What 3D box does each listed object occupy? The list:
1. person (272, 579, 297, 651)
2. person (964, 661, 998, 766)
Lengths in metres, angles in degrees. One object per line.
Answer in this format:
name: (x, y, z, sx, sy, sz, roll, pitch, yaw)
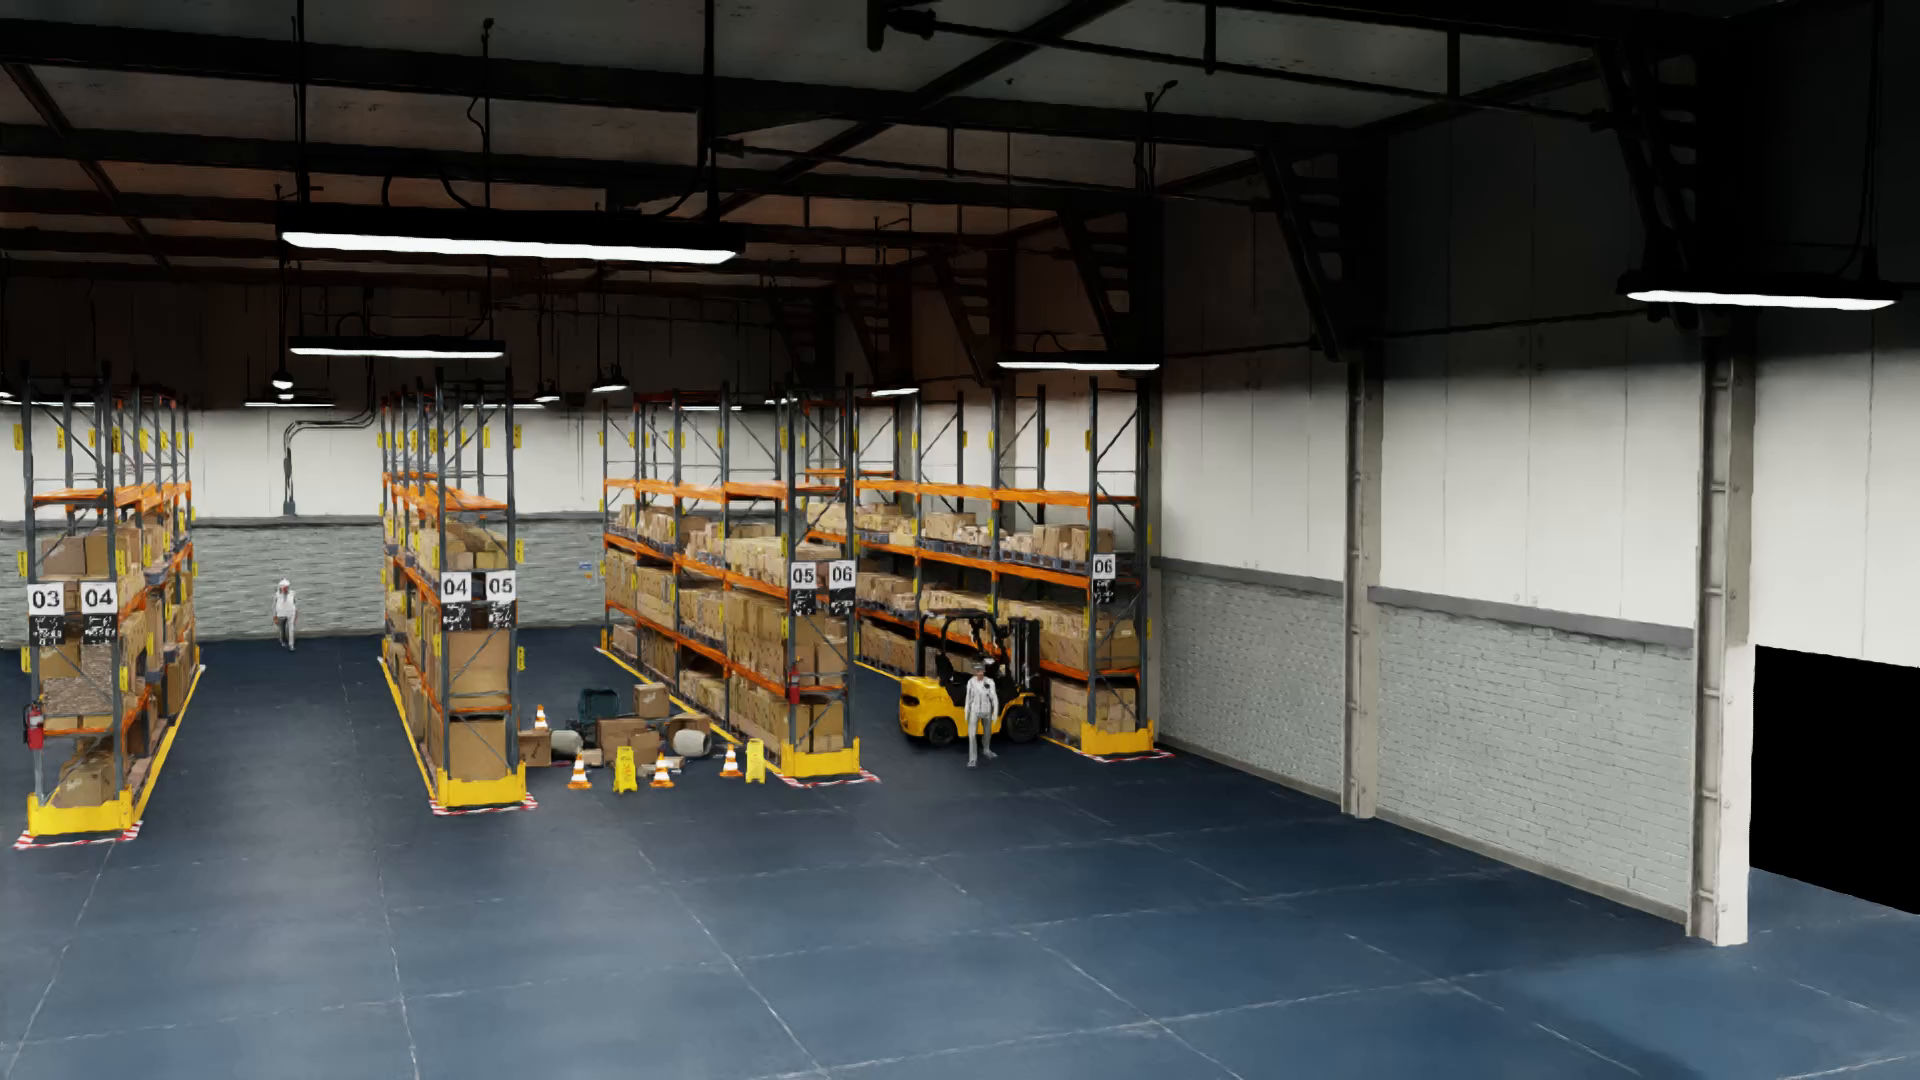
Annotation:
person: (-16.047, 1.766, 39.517, 0.543, 1.700, 1.115, -1, 4, -20)
person: (0.327, 2.646, 25.684, 0.521, 1.612, 0.937, 0, 3, 0)
